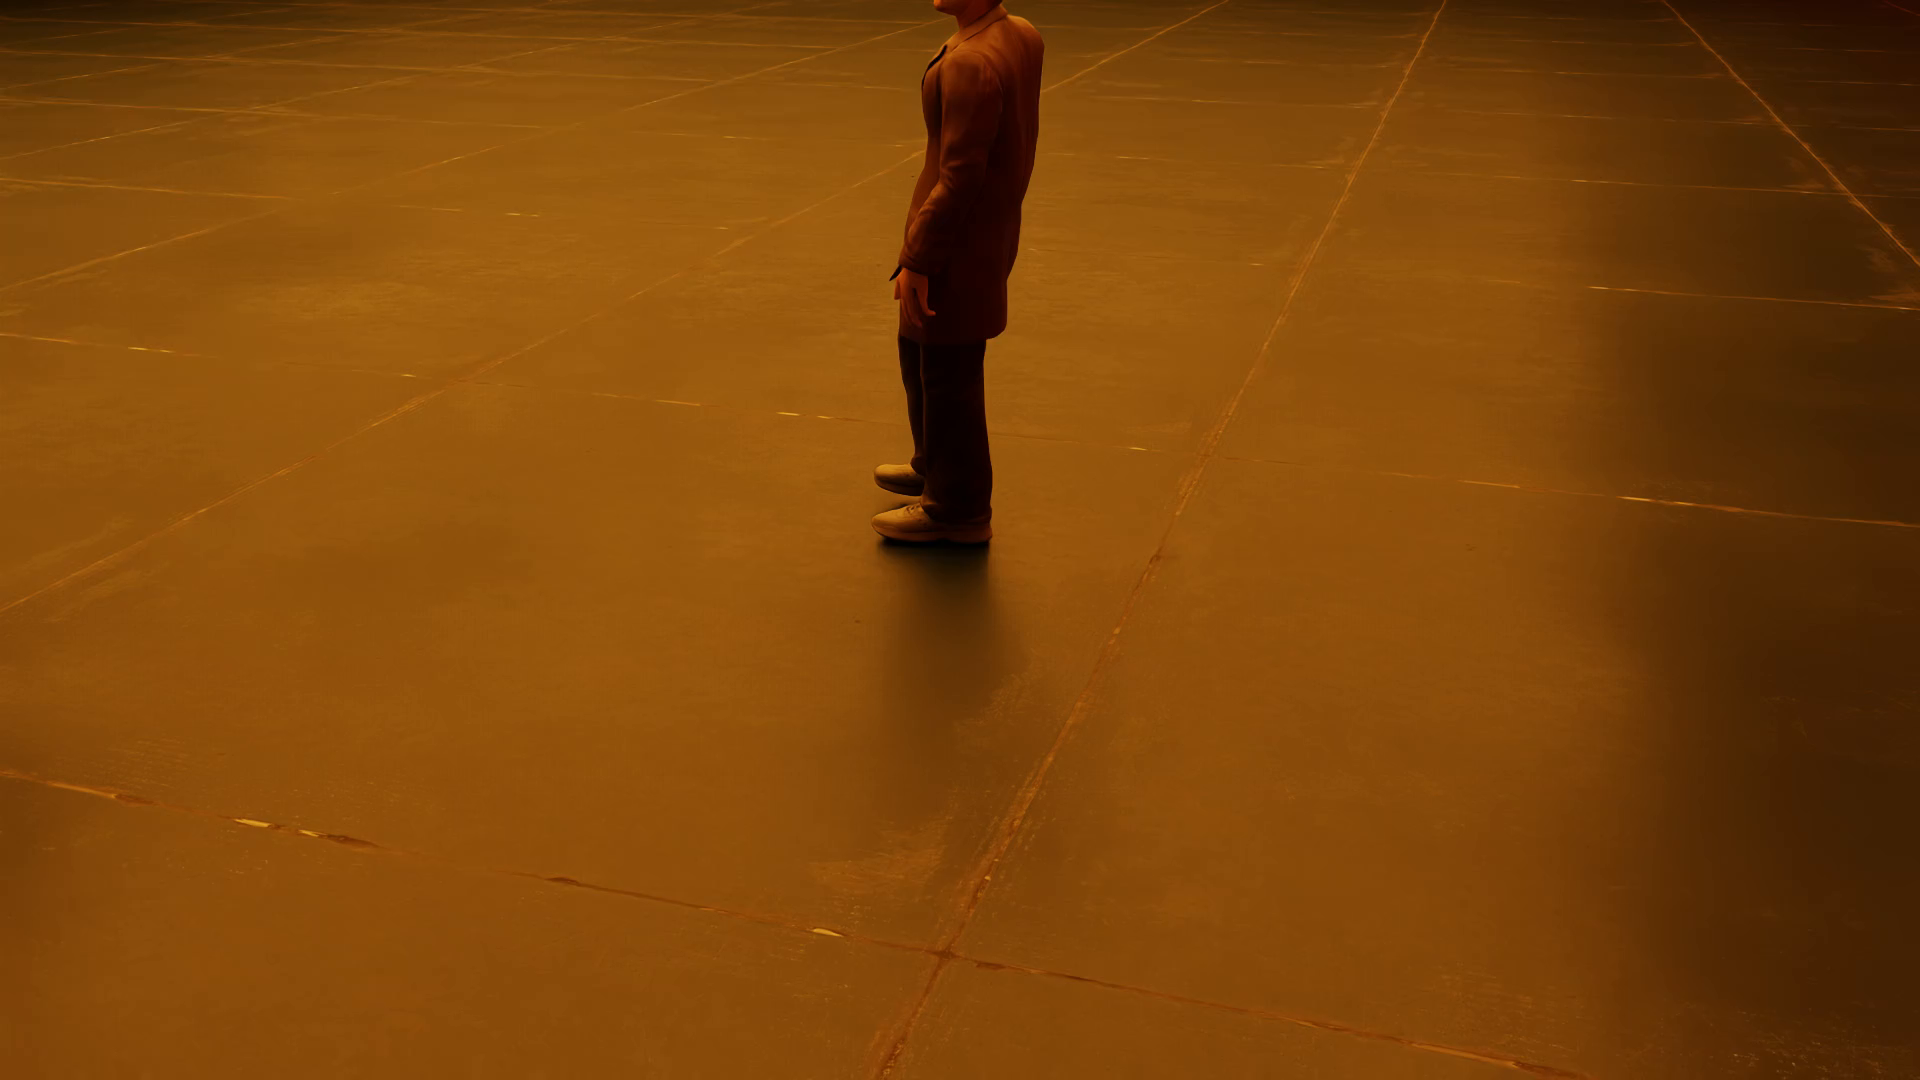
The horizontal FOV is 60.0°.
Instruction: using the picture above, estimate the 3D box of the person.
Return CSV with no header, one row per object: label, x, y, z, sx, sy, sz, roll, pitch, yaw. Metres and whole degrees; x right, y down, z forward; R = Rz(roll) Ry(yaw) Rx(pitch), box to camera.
person,-0.085,-0.841,4.808,0.583,1.775,0.696,7,23,16
